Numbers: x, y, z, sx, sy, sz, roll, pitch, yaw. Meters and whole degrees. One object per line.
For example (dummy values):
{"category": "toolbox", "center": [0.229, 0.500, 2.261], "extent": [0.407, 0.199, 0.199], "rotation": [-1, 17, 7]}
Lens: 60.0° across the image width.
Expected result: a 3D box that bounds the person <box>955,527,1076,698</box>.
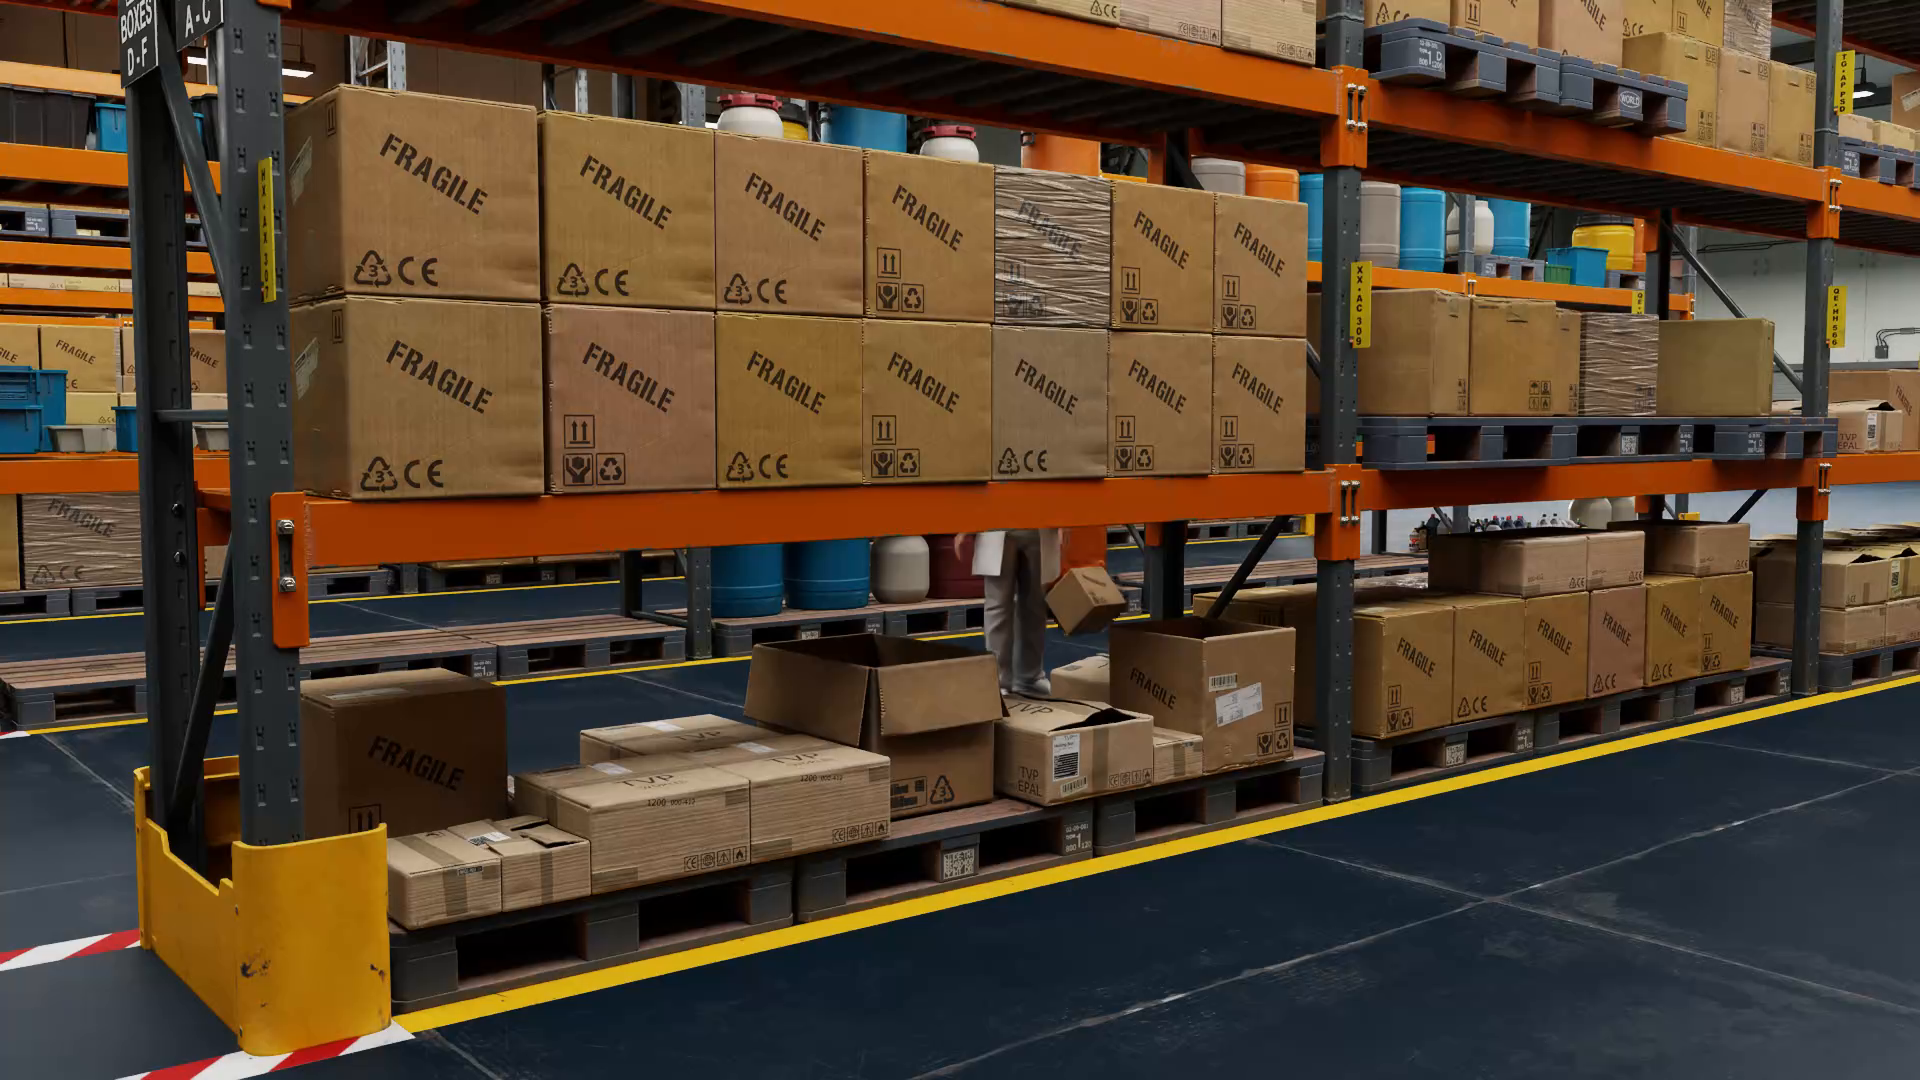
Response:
{"category": "person", "center": [0.295, -0.024, 8.693], "extent": [0.658, 1.776, 0.665], "rotation": [0, 4, -6]}
